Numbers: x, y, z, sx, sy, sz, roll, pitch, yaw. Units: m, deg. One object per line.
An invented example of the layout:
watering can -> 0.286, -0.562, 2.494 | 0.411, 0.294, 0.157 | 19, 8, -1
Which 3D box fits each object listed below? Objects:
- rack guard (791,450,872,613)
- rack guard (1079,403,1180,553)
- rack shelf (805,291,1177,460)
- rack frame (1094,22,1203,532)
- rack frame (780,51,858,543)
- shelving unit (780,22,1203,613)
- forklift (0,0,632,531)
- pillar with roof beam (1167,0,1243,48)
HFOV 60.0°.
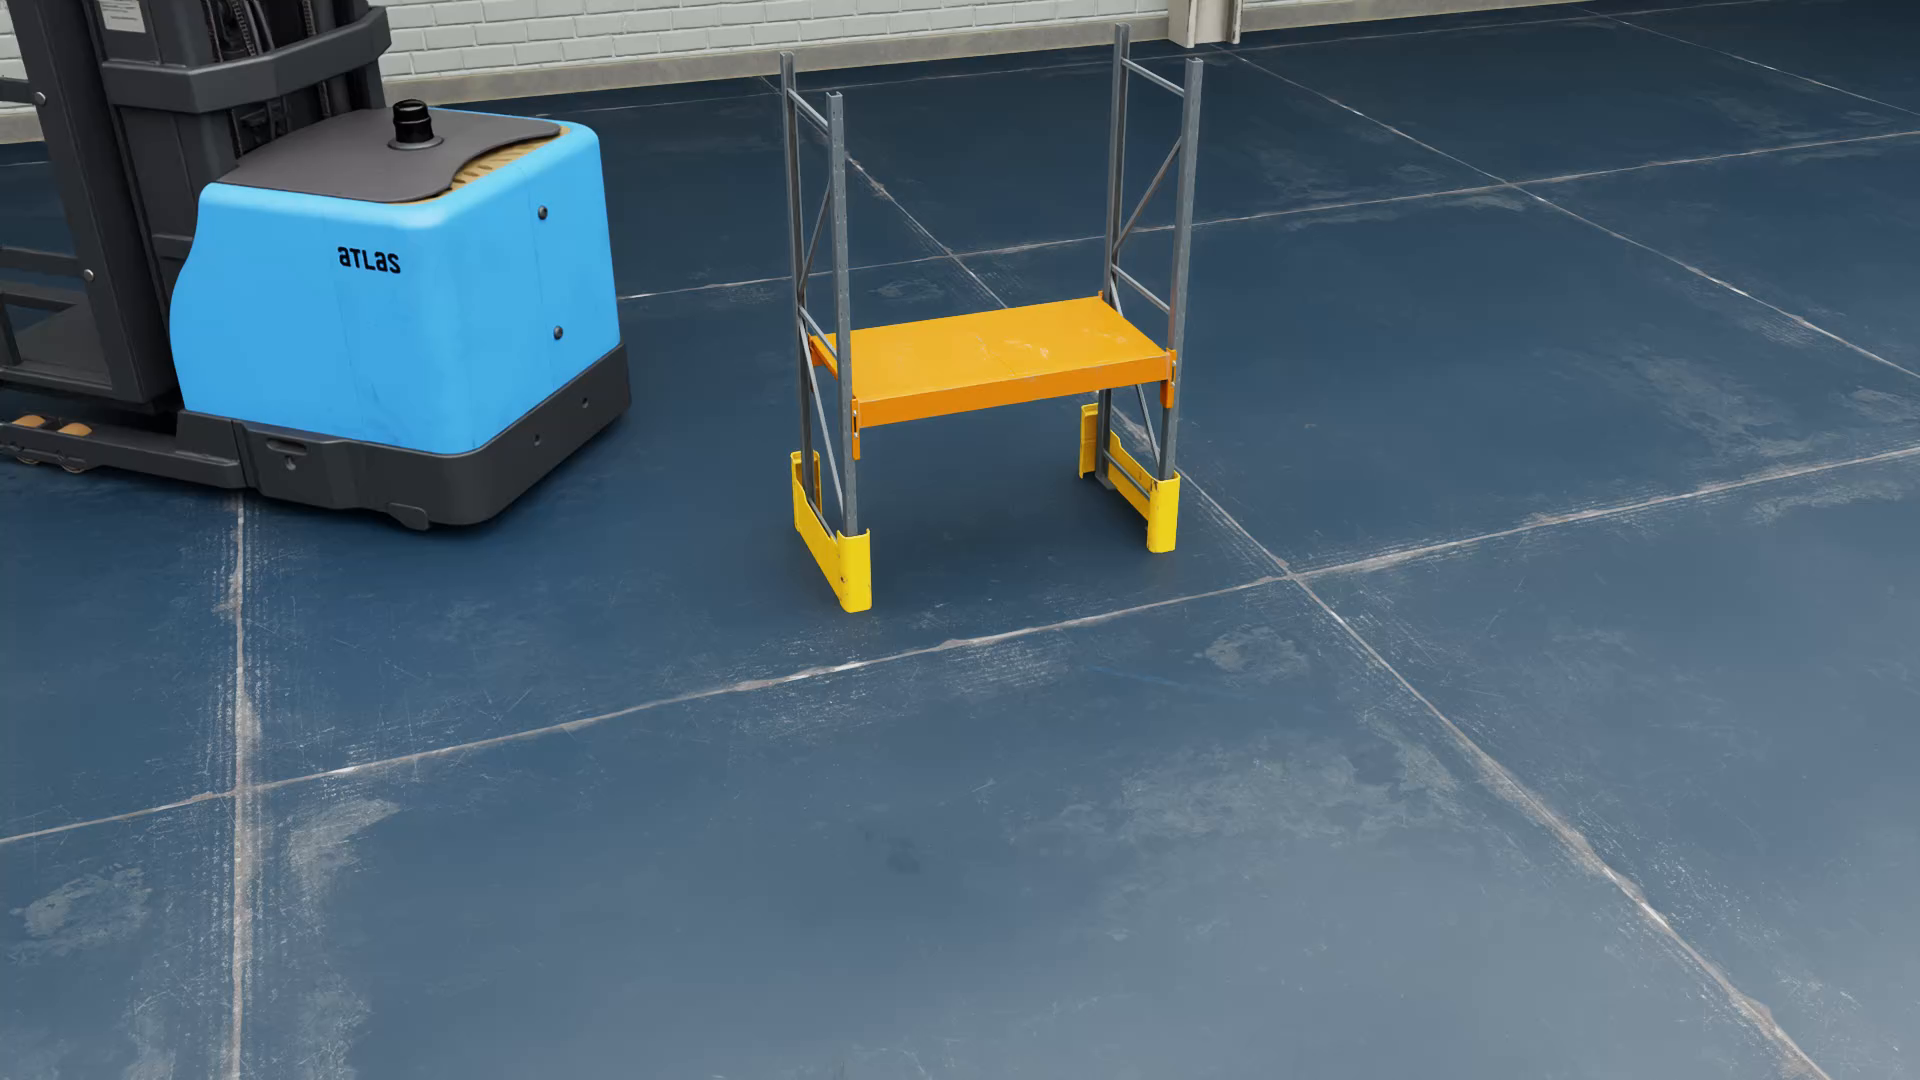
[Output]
rack guard -> -0.395, -0.036, 5.060 | 0.087, 0.250, 0.587 | -10, 31, -18
rack guard -> 0.538, -0.208, 5.362 | 0.087, 0.250, 0.587 | -10, 31, -18
rack shelf -> 0.080, -0.510, 4.994 | 1.000, 0.185, 0.538 | -10, 31, -18
rack frame -> 0.556, -0.754, 5.059 | 0.032, 1.500, 0.500 | -10, 31, -18
rack frame -> -0.396, -0.579, 4.751 | 0.032, 1.500, 0.500 | -10, 31, -18
shelving unit -> 0.071, -0.665, 4.902 | 1.083, 1.500, 0.587 | -10, 31, -18
forklift -> -2.752, -1.735, 5.335 | 3.031, 2.935, 1.130 | 10, 31, 17
pillar with roof beam -> 3.123, -5.250, 5.374 | 0.400, 9.000, 9.100 | -10, 31, -18
